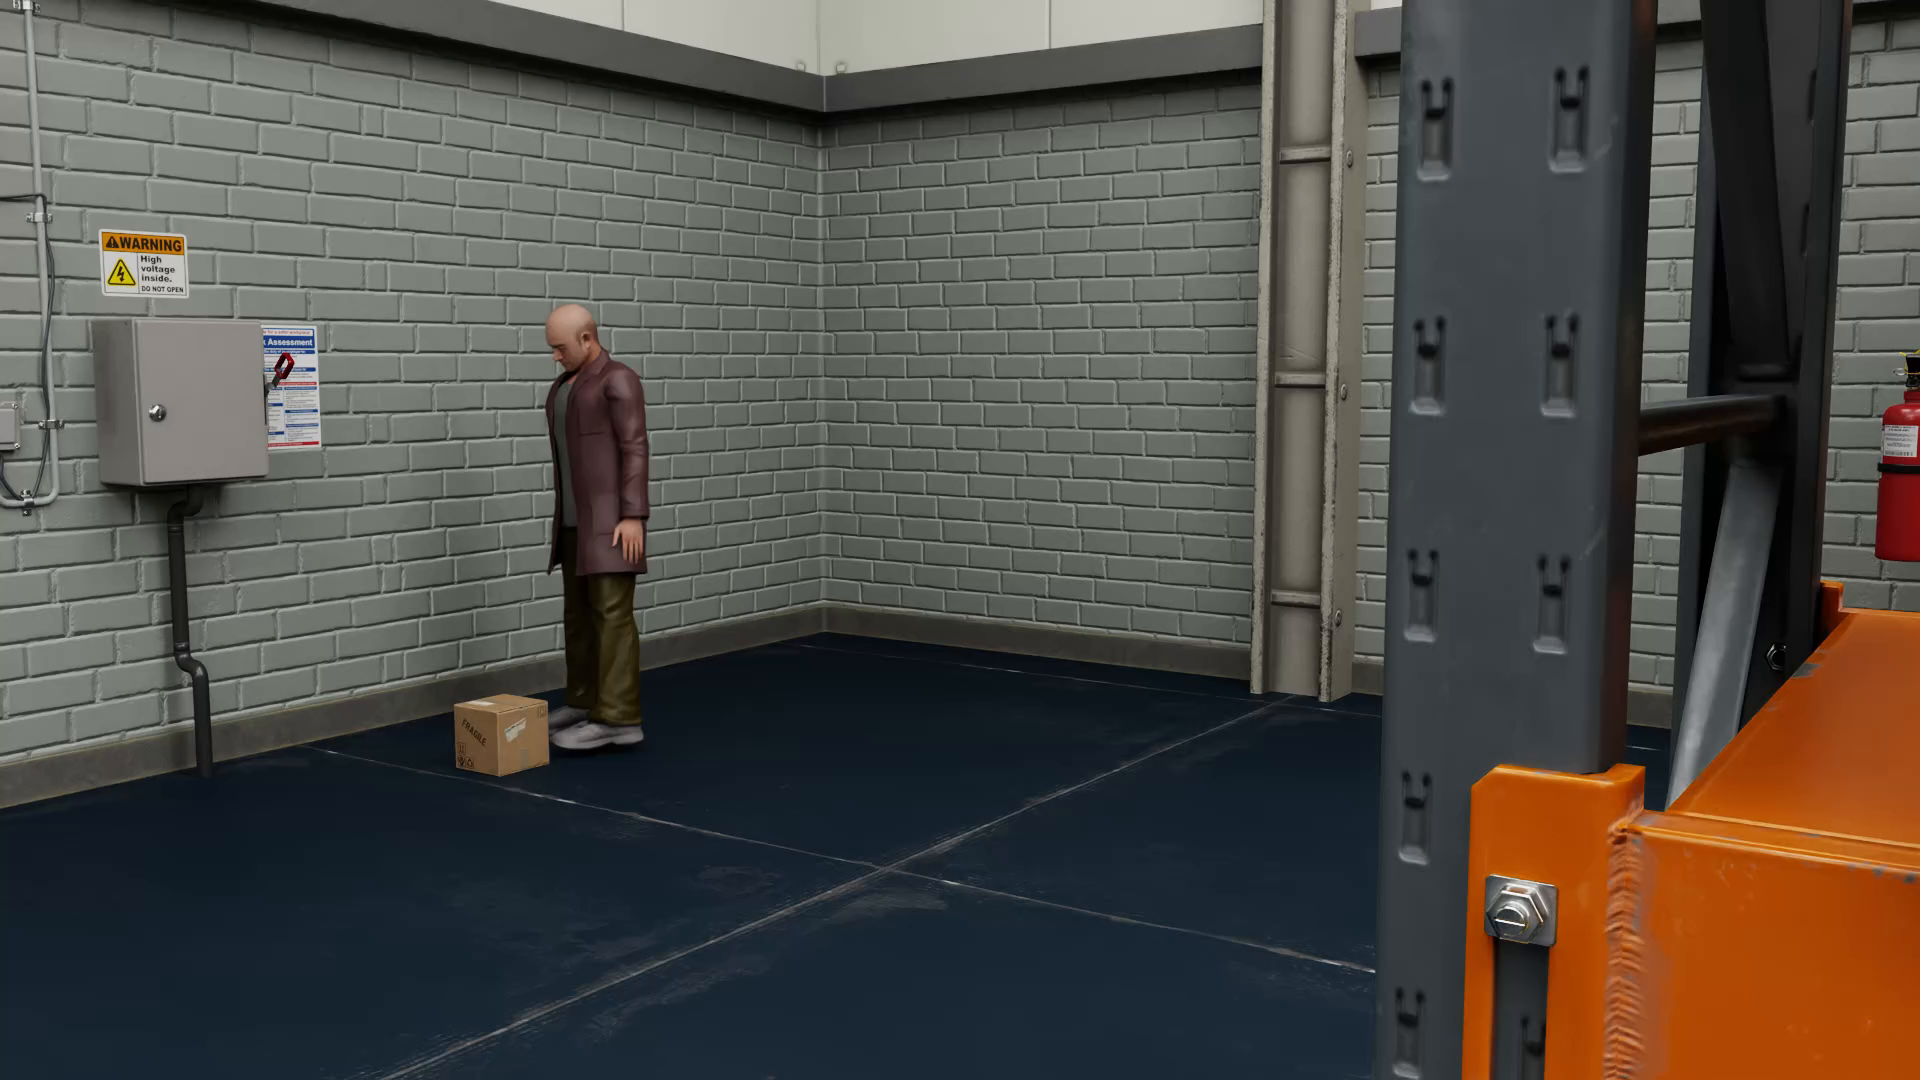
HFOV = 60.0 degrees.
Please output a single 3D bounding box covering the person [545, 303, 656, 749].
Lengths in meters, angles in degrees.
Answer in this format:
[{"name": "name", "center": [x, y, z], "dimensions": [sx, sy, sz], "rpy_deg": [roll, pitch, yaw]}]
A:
[{"name": "person", "center": [-1.522, -0.066, 6.725], "dimensions": [0.627, 1.765, 0.459], "rpy_deg": [6, 9, 44]}]
